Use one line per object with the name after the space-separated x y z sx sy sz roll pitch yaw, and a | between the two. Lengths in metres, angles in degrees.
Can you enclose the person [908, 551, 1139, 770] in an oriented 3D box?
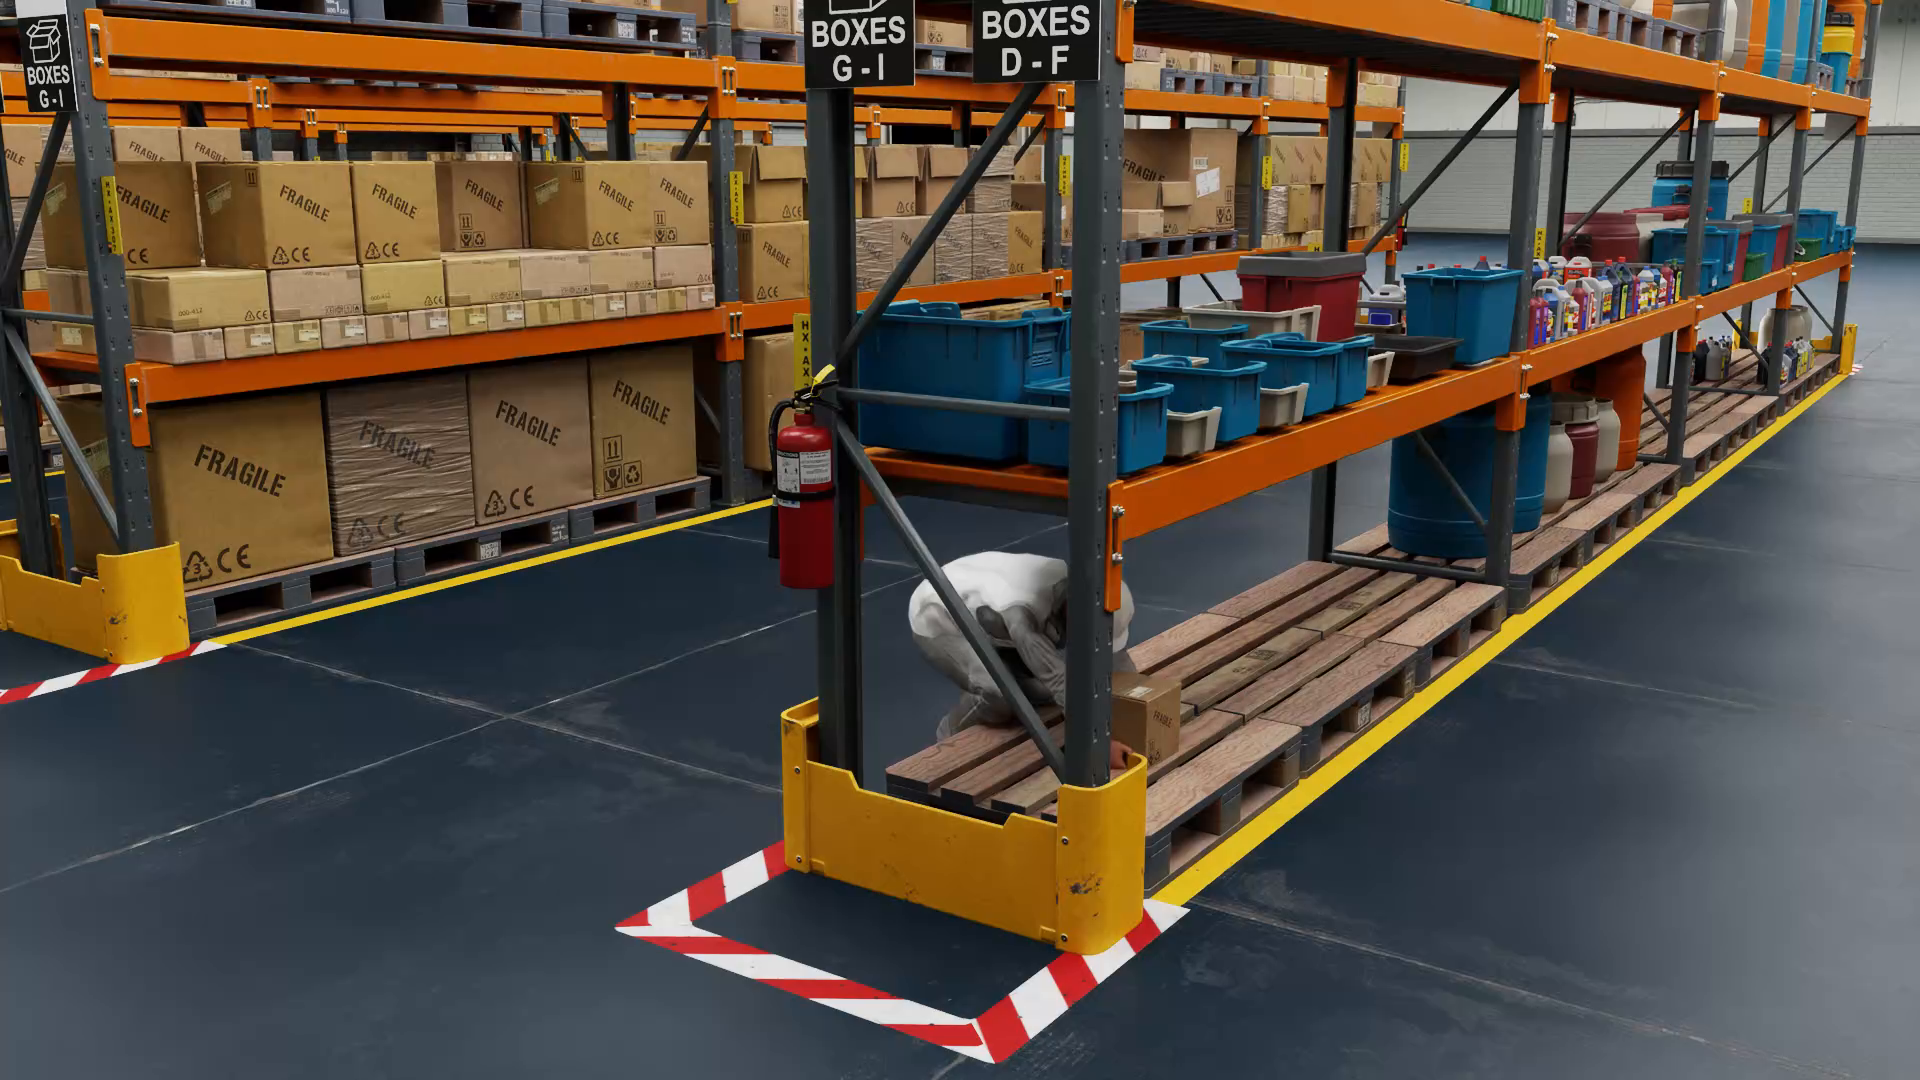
0.305 0.468 6.037 0.496 0.817 1.193 -11 17 -39 | person
